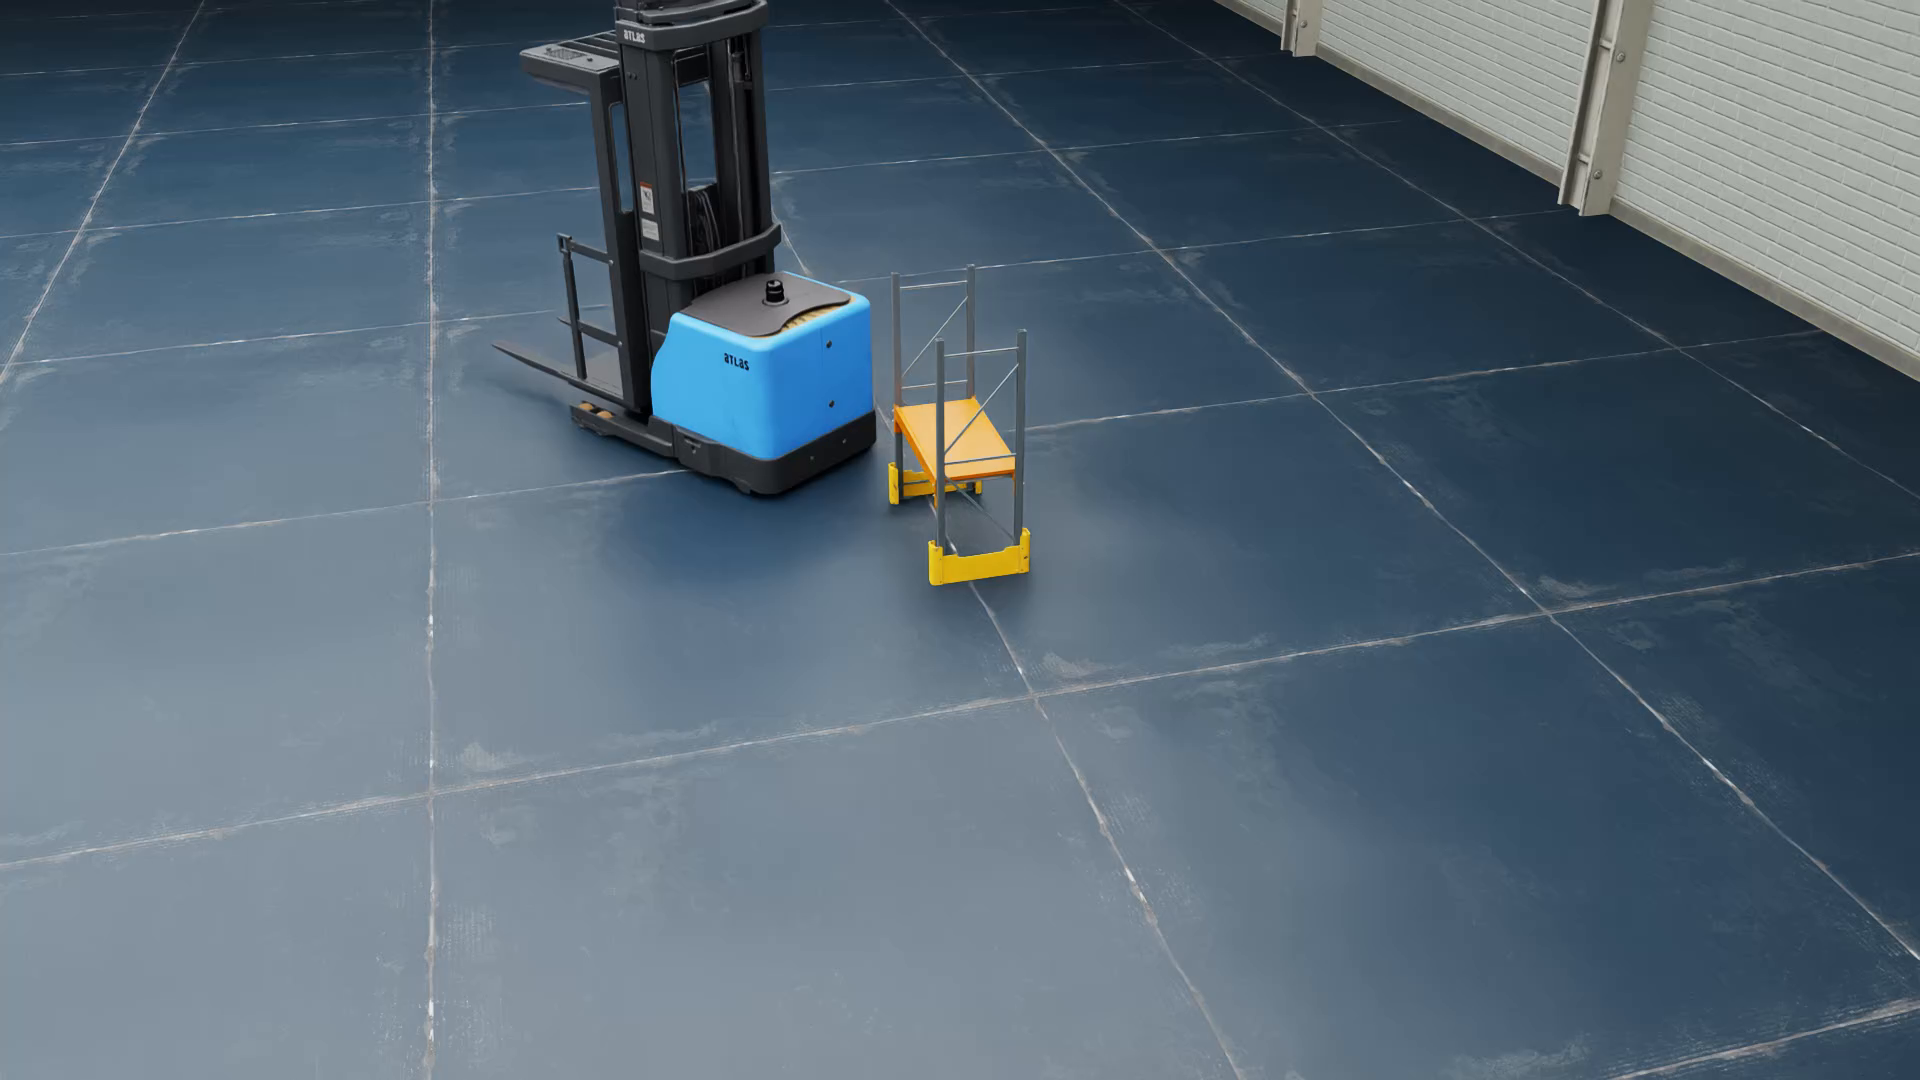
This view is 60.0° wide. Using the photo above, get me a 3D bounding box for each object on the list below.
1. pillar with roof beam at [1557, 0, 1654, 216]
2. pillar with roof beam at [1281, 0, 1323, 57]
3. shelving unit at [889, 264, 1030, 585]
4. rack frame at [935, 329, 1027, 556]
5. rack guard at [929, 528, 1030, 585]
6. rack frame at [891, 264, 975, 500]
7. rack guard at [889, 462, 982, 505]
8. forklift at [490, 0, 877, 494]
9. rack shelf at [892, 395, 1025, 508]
[{"bbox_3d":[1.568,-6.365,11.995,9.100,9.000,0.400,-8,31,-13],"label":"pillar with roof beam"},{"bbox_3d":[-0.024,-9.263,17.001,9.100,9.000,0.400,-8,31,-13],"label":"pillar with roof beam"},{"bbox_3d":[-0.020,-0.686,9.669,0.587,1.500,1.083,-8,31,-13],"label":"shelving unit"},{"bbox_3d":[0.112,-0.445,9.252,0.500,1.500,0.032,-8,31,-13],"label":"rack frame"},{"bbox_3d":[0.112,0.096,9.567,0.587,0.250,0.087,-8,31,-13],"label":"rack guard"},{"bbox_3d":[-0.158,-0.936,10.101,0.500,1.500,0.032,-8,31,-13],"label":"rack frame"},{"bbox_3d":[-0.152,-0.386,10.398,0.587,0.250,0.087,-8,31,-13],"label":"rack guard"},{"bbox_3d":[-2.011,-2.150,10.770,3.031,2.935,1.130,22,37,33],"label":"forklift"},{"bbox_3d":[-0.023,-0.535,9.767,0.538,0.185,1.000,-8,31,-13],"label":"rack shelf"}]
